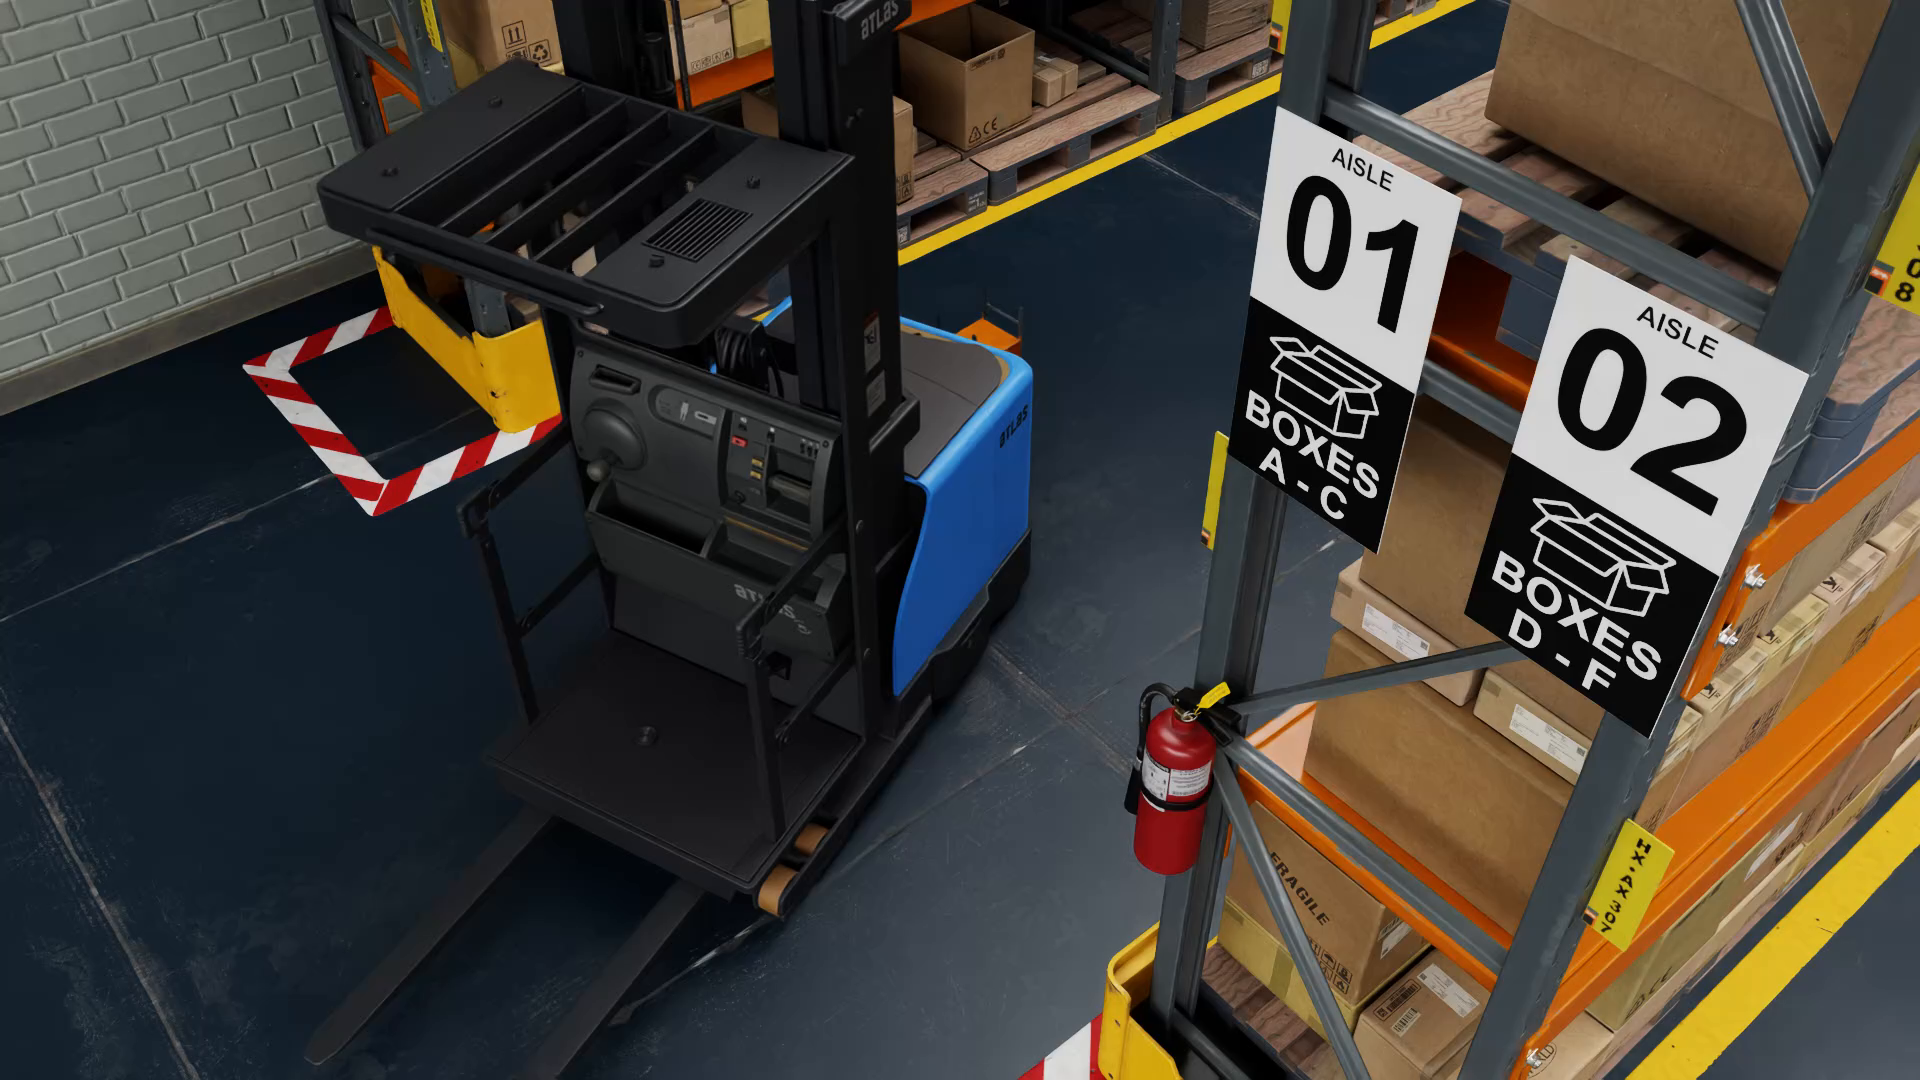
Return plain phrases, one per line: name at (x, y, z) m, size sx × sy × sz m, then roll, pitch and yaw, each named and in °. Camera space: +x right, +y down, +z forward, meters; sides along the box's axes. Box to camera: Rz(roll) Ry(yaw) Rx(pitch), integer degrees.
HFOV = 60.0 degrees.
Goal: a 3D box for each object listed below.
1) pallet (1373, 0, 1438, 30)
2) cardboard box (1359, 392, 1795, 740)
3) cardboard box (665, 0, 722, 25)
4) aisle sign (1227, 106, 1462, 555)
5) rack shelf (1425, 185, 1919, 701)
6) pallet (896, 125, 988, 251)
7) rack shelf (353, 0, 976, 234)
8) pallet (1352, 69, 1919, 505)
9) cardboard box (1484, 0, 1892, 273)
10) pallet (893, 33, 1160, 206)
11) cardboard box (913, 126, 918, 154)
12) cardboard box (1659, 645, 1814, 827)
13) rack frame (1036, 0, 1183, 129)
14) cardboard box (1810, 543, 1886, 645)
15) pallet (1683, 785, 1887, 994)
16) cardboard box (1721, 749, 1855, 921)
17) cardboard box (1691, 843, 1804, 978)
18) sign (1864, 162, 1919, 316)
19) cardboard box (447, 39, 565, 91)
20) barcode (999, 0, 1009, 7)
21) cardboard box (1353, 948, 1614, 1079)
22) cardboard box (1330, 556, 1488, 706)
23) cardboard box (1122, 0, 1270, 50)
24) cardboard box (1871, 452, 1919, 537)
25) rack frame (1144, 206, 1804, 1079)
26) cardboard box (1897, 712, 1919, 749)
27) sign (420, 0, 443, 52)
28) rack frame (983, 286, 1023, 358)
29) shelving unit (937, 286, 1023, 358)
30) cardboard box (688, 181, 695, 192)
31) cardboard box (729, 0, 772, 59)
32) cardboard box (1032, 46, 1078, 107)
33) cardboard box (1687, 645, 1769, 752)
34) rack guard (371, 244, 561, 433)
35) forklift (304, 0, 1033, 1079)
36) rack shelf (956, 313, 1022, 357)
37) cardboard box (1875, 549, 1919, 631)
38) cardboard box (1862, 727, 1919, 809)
pallet at (2.337, -3.511, 10.334) m, size 1.213 × 0.211 × 1.003 m, roll -30°, pitch 51°, yaw -28°
cardboard box at (1.324, -0.020, 3.560) m, size 0.500 × 0.500 × 0.700 m, roll -30°, pitch 51°, yaw -28°
cardboard box at (-1.320, -2.378, 6.639) m, size 0.500 × 0.500 × 0.500 m, roll -30°, pitch 51°, yaw -28°
aisle sign at (0.678, -0.362, 3.046) m, size 0.004 × 0.787 × 0.394 m, roll -30°, pitch 51°, yaw -28°
rack shelf at (2.451, -0.999, 3.957) m, size 4.000 × 0.370 × 1.077 m, roll -30°, pitch 51°, yaw -28°
pallet at (-0.625, -1.777, 8.488) m, size 1.213 × 0.211 × 1.003 m, roll -30°, pitch 51°, yaw -28°
rack shelf at (-0.730, -2.505, 7.752) m, size 4.000 × 0.370 × 1.077 m, roll -30°, pitch 51°, yaw -28°
pallet at (1.476, -0.647, 3.122) m, size 1.213 × 0.211 × 1.003 m, roll -30°, pitch 51°, yaw -28°
cardboard box at (1.360, -0.874, 2.814) m, size 0.637 × 0.503 × 0.797 m, roll -26°, pitch 49°, yaw -25°
pallet at (0.312, -2.316, 9.061) m, size 1.213 × 0.211 × 1.003 m, roll -30°, pitch 51°, yaw -28°
cardboard box at (-0.436, -2.075, 8.529) m, size 0.250 × 0.149 × 0.380 m, roll -34°, pitch 53°, yaw -31°
cardboard box at (1.683, 0.243, 4.227) m, size 0.500 × 0.500 × 0.700 m, roll -28°, pitch 50°, yaw -27°
rack frame at (0.804, -3.646, 8.441) m, size 0.127 × 3.000 × 1.000 m, roll -30°, pitch 51°, yaw -28°
cardboard box at (1.944, 0.043, 3.966) m, size 0.250 × 0.149 × 0.380 m, roll -31°, pitch 51°, yaw -28°
pallet at (2.412, 0.836, 5.705) m, size 1.213 × 0.211 × 1.003 m, roll -30°, pitch 51°, yaw -28°
cardboard box at (2.229, 0.721, 4.945) m, size 0.500 × 0.500 × 0.500 m, roll -30°, pitch 51°, yaw -28°
cardboard box at (2.236, 1.000, 5.195) m, size 0.500 × 0.250 × 0.500 m, roll -30°, pitch 51°, yaw -28°
sign at (1.268, -0.436, 2.136) m, size 0.005 × 0.325 × 0.100 m, roll -30°, pitch 51°, yaw -28°
cardboard box at (-1.686, -1.889, 6.665) m, size 0.500 × 0.250 × 0.500 m, roll -31°, pitch 51°, yaw -29°
barcode at (0.236, -2.900, 8.918) m, size 0.075 × 0.075 × 0.001 m, roll -30°, pitch 51°, yaw -28°
cardboard box at (1.471, 1.441, 4.726) m, size 0.500 × 0.250 × 0.500 m, roll -30°, pitch 51°, yaw -28°
cardboard box at (1.088, 0.170, 3.831) m, size 0.250 × 0.149 × 0.380 m, roll -31°, pitch 51°, yaw -28°
cardboard box at (1.358, -3.227, 9.499) m, size 0.500 × 0.500 × 0.700 m, roll -28°, pitch 50°, yaw -27°
cardboard box at (2.110, -0.476, 4.045) m, size 0.500 × 0.500 × 0.700 m, roll -30°, pitch 51°, yaw -28°
rack frame at (0.917, 0.711, 3.802) m, size 0.127 × 3.000 × 1.000 m, roll -30°, pitch 51°, yaw -28°
cardboard box at (2.998, 0.283, 5.411) m, size 0.500 × 0.500 × 0.500 m, roll -30°, pitch 51°, yaw -28°
sign at (-1.916, -1.919, 5.970) m, size 0.005 × 0.325 × 0.100 m, roll -30°, pitch 51°, yaw -28°
rack frame at (0.160, -0.519, 6.536) m, size 0.200 × 1.050 × 0.008 m, roll 34°, pitch 53°, yaw 31°
shelving unit at (0.073, -0.460, 6.473) m, size 0.215 × 1.050 × 0.252 m, roll 34°, pitch 53°, yaw 31°
cardboard box at (-1.238, -1.576, 7.880) m, size 0.500 × 0.311 × 0.500 m, roll -26°, pitch 49°, yaw -25°
cardboard box at (-0.902, -2.345, 7.151) m, size 0.500 × 0.250 × 0.500 m, roll -31°, pitch 51°, yaw -28°
cardboard box at (0.413, -2.523, 8.993) m, size 0.380 × 0.166 × 0.250 m, roll 32°, pitch 52°, yaw 30°
cardboard box at (1.557, 0.261, 3.734) m, size 0.250 × 0.149 × 0.380 m, roll -31°, pitch 51°, yaw -29°
rack guard at (-2.206, -1.011, 7.461) m, size 0.348 × 0.500 × 1.175 m, roll -30°, pitch 51°, yaw -28°
forklift at (-0.881, -0.201, 4.823) m, size 1.130 × 2.935 × 3.031 m, roll 21°, pitch 47°, yaw 21°
rack shelf at (0.073, -0.659, 6.286) m, size 0.215 × 0.259 × 0.240 m, roll 34°, pitch 53°, yaw 31°
cardboard box at (2.469, -0.205, 4.705) m, size 0.500 × 0.500 × 0.700 m, roll -28°, pitch 50°, yaw -27°
cardboard box at (3.006, 0.563, 5.661) m, size 0.500 × 0.250 × 0.500 m, roll -30°, pitch 51°, yaw -28°
